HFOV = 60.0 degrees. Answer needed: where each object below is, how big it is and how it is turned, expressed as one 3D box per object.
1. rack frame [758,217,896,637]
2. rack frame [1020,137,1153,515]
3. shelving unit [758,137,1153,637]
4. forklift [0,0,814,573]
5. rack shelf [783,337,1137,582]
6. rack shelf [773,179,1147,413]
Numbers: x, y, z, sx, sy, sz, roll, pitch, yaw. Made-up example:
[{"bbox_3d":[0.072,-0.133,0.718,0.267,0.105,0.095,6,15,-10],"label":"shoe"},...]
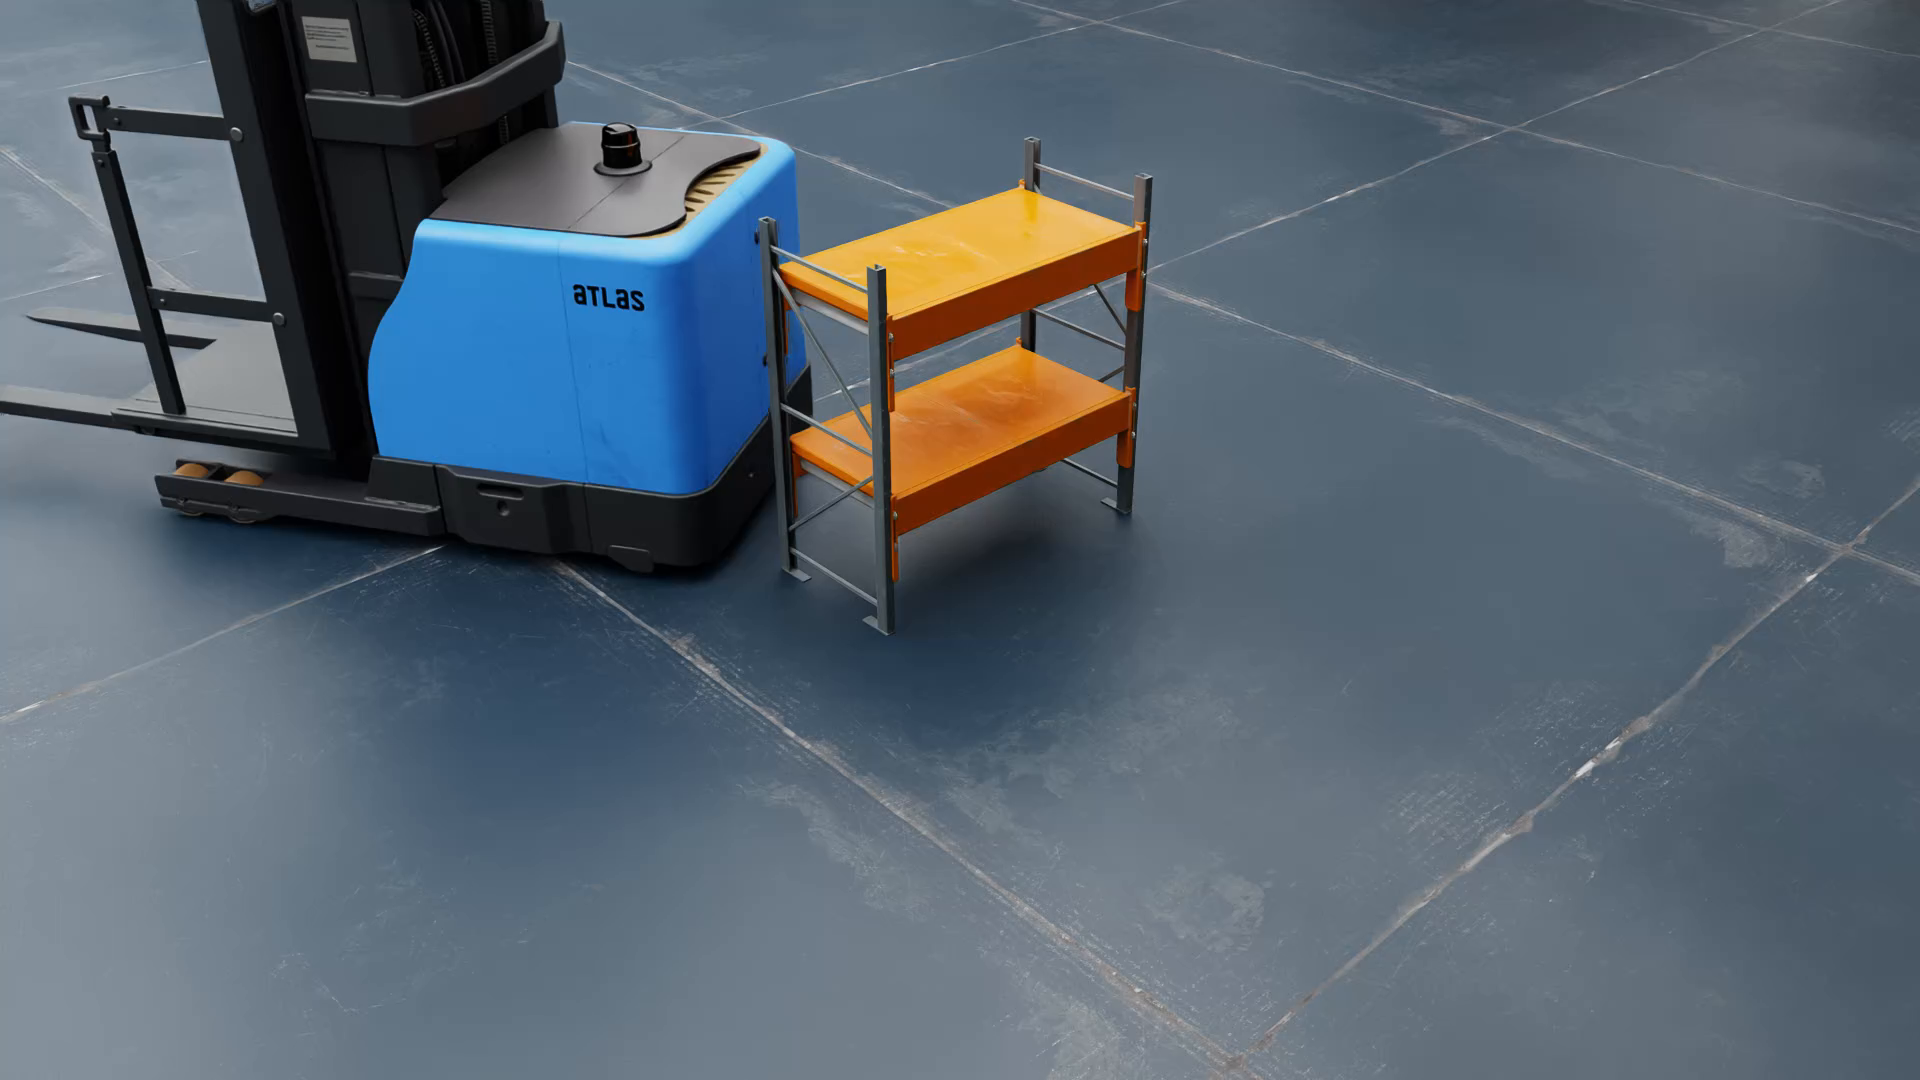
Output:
[{"bbox_3d":[-0.368,-0.302,4.666,0.032,1.125,0.500,-26,40,-35],"label":"rack frame"},{"bbox_3d":[0.378,-0.663,5.255,0.032,1.125,0.500,-26,40,-35],"label":"rack frame"},{"bbox_3d":[0.005,-0.482,4.960,1.048,1.125,0.538,-26,40,-35],"label":"shelving unit"},{"bbox_3d":[-2.081,-1.559,4.991,3.031,2.935,1.130,8,32,12],"label":"forklift"},{"bbox_3d":[0.005,-0.274,5.088,1.000,0.278,0.538,-26,40,-35],"label":"rack shelf"},{"bbox_3d":[0.005,-0.732,4.808,1.000,0.278,0.538,-26,40,-35],"label":"rack shelf"}]
